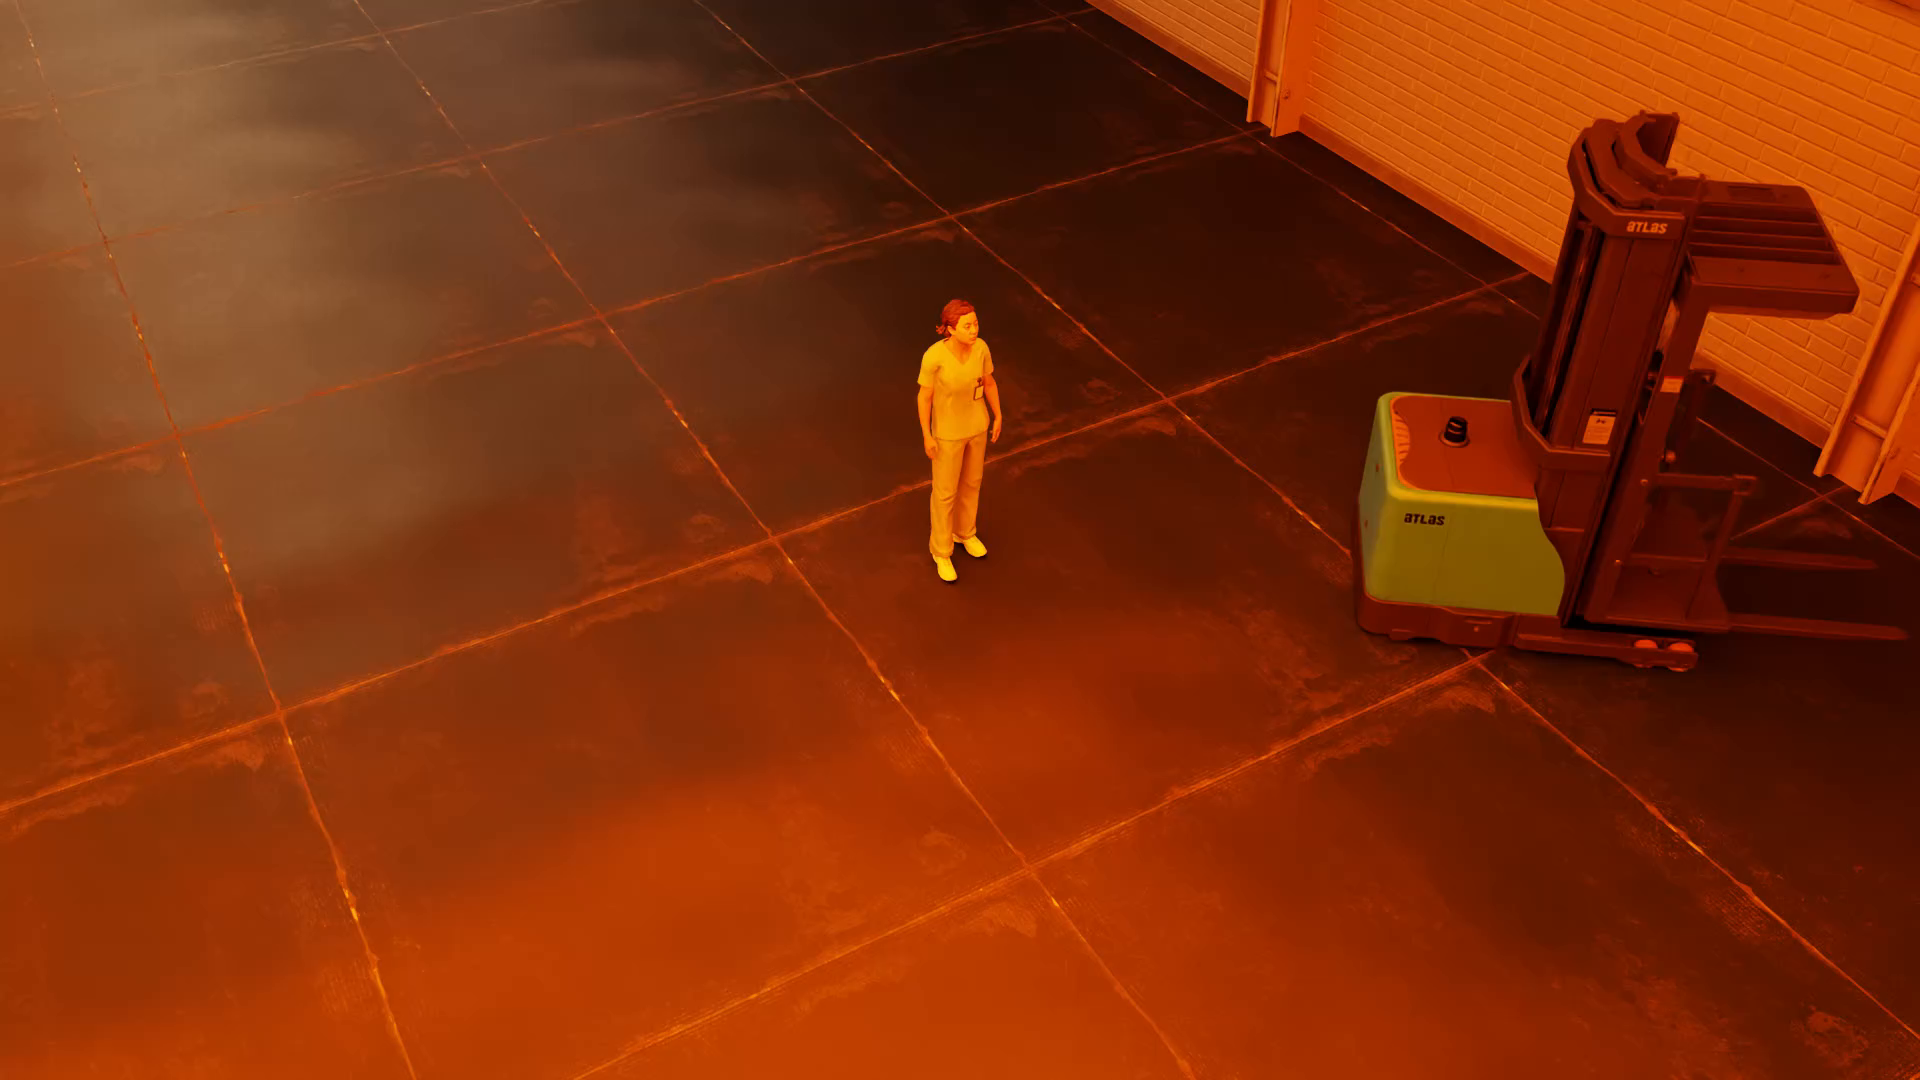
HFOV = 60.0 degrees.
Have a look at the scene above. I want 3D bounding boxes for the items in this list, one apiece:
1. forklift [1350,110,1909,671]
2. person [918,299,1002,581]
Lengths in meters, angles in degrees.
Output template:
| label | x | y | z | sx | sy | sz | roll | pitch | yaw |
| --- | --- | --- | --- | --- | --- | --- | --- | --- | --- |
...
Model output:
| label | x | y | z | sx | sy | sz | roll | pitch | yaw |
| --- | --- | --- | --- | --- | --- | --- | --- | --- | --- |
| forklift | 3.864 | -0.746 | 8.936 | 3.031 | 2.935 | 1.130 | 5 | 40 | 6 |
| person | 0.026 | -0.599 | 9.744 | 0.550 | 1.659 | 0.549 | -20 | 44 | -23 |
